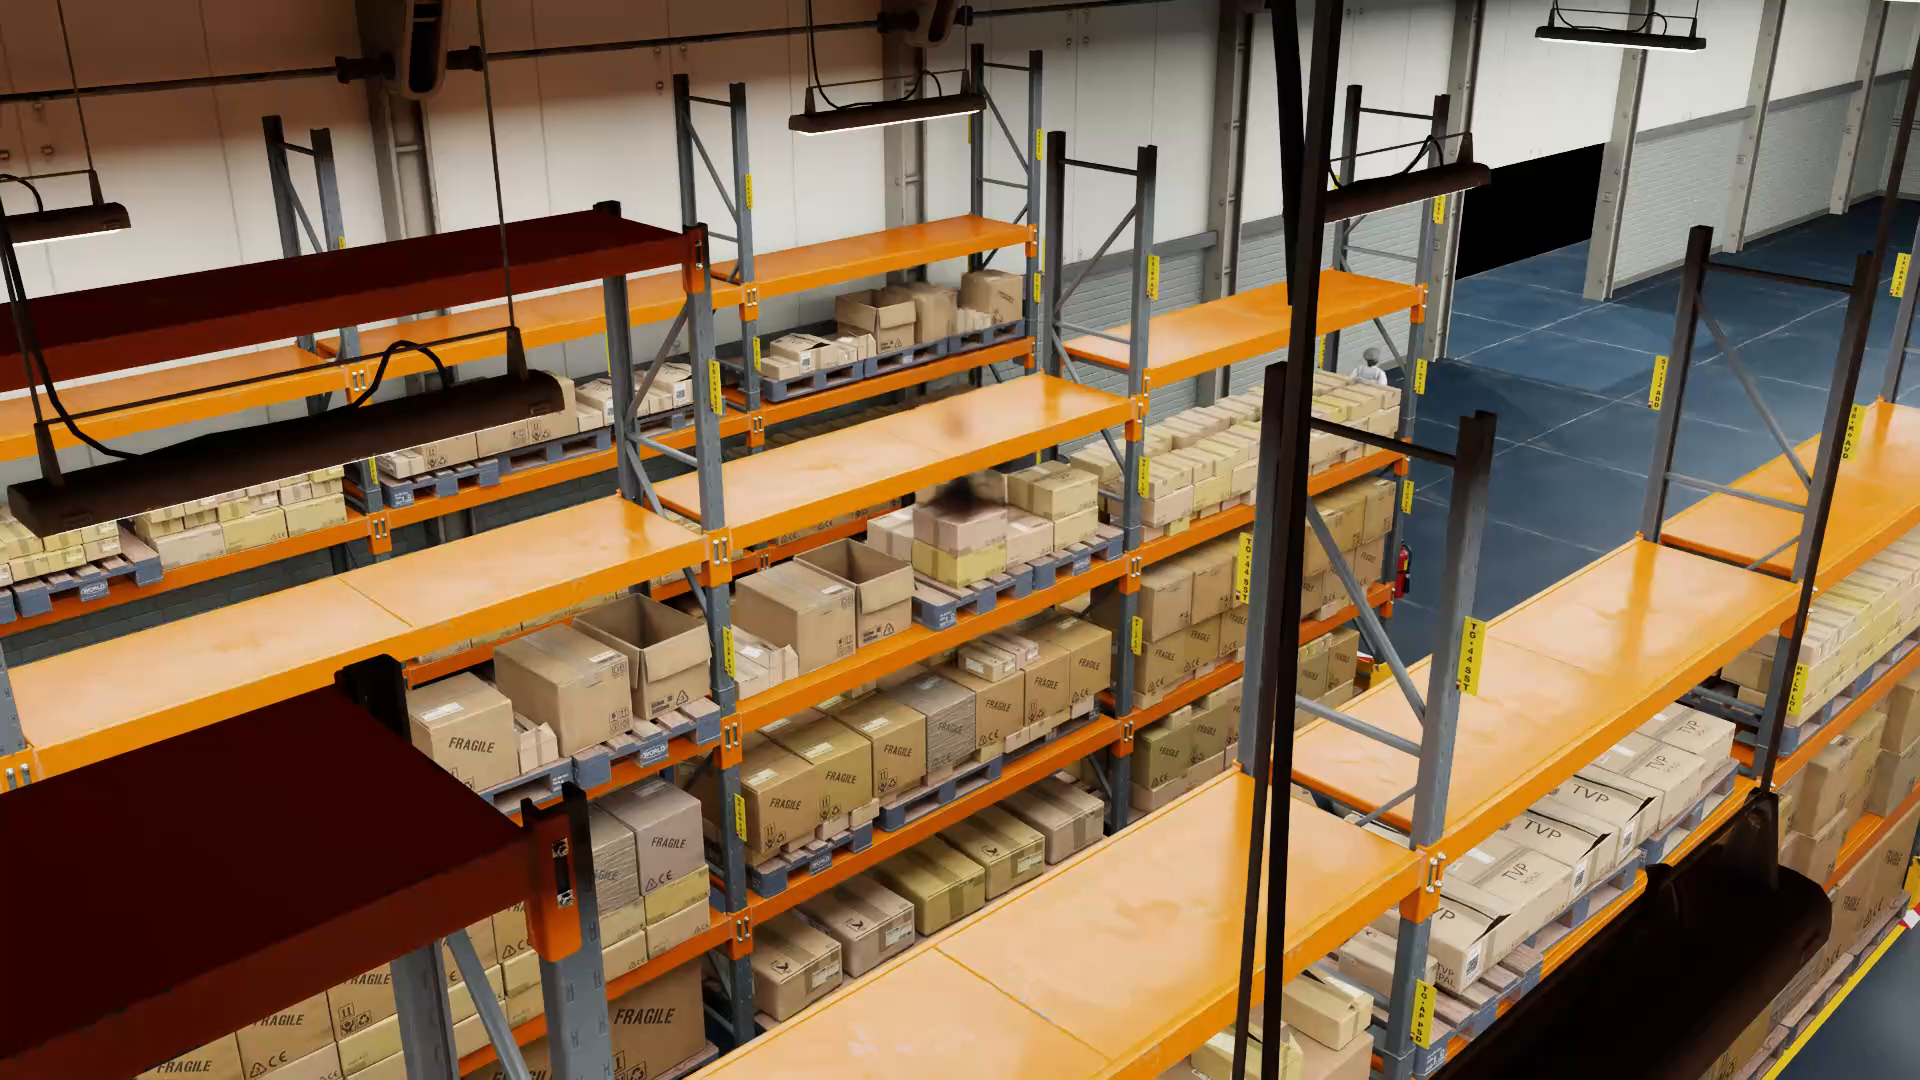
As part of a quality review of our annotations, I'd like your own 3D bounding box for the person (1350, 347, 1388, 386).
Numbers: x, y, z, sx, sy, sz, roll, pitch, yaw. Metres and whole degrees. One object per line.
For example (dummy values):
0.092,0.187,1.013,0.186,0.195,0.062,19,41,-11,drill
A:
5.671,-1.858,23.218,0.641,1.666,0.633,16,27,33,person
